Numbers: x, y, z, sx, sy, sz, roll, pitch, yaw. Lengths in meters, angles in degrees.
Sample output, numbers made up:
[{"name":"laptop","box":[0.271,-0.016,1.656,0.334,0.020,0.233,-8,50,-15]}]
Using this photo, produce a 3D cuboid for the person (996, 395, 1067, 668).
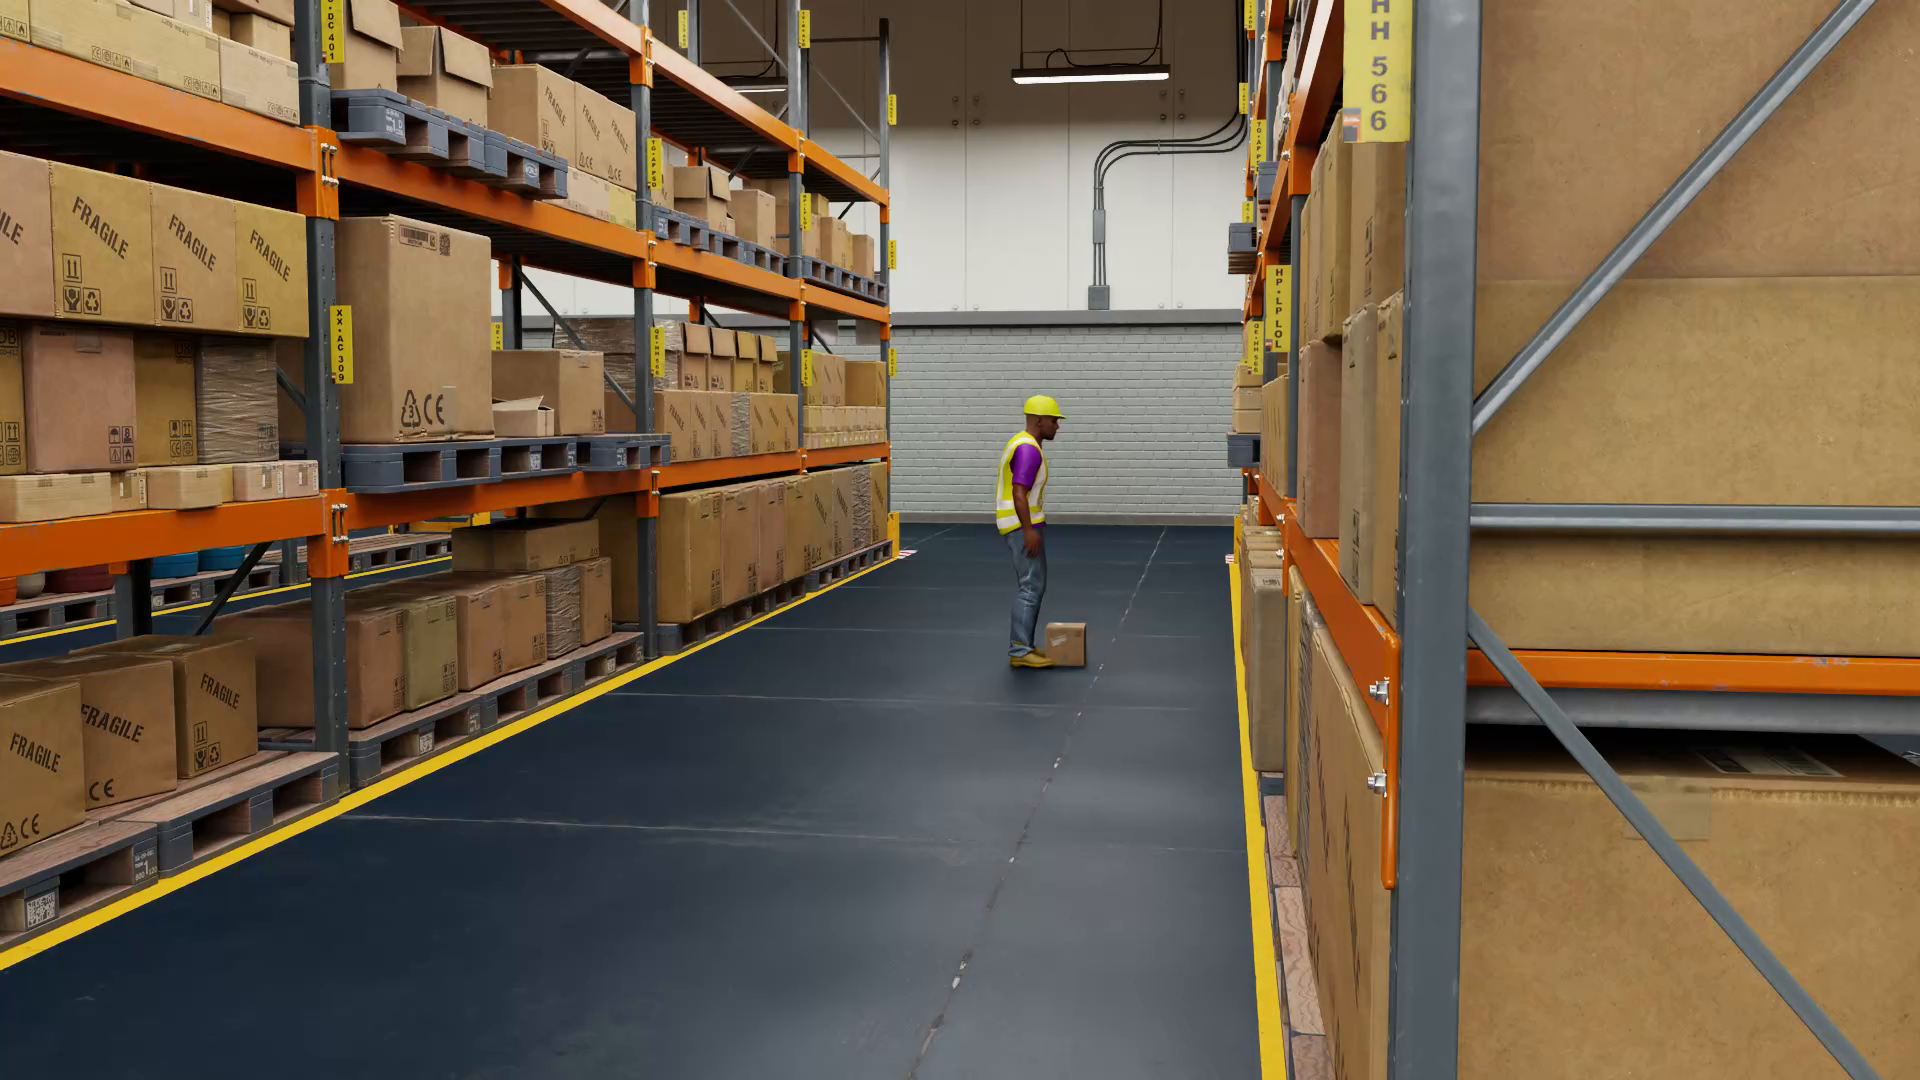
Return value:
[{"name":"person","box":[0.466,-0.067,10.908,0.462,1.759,0.622,0,4,6]}]
